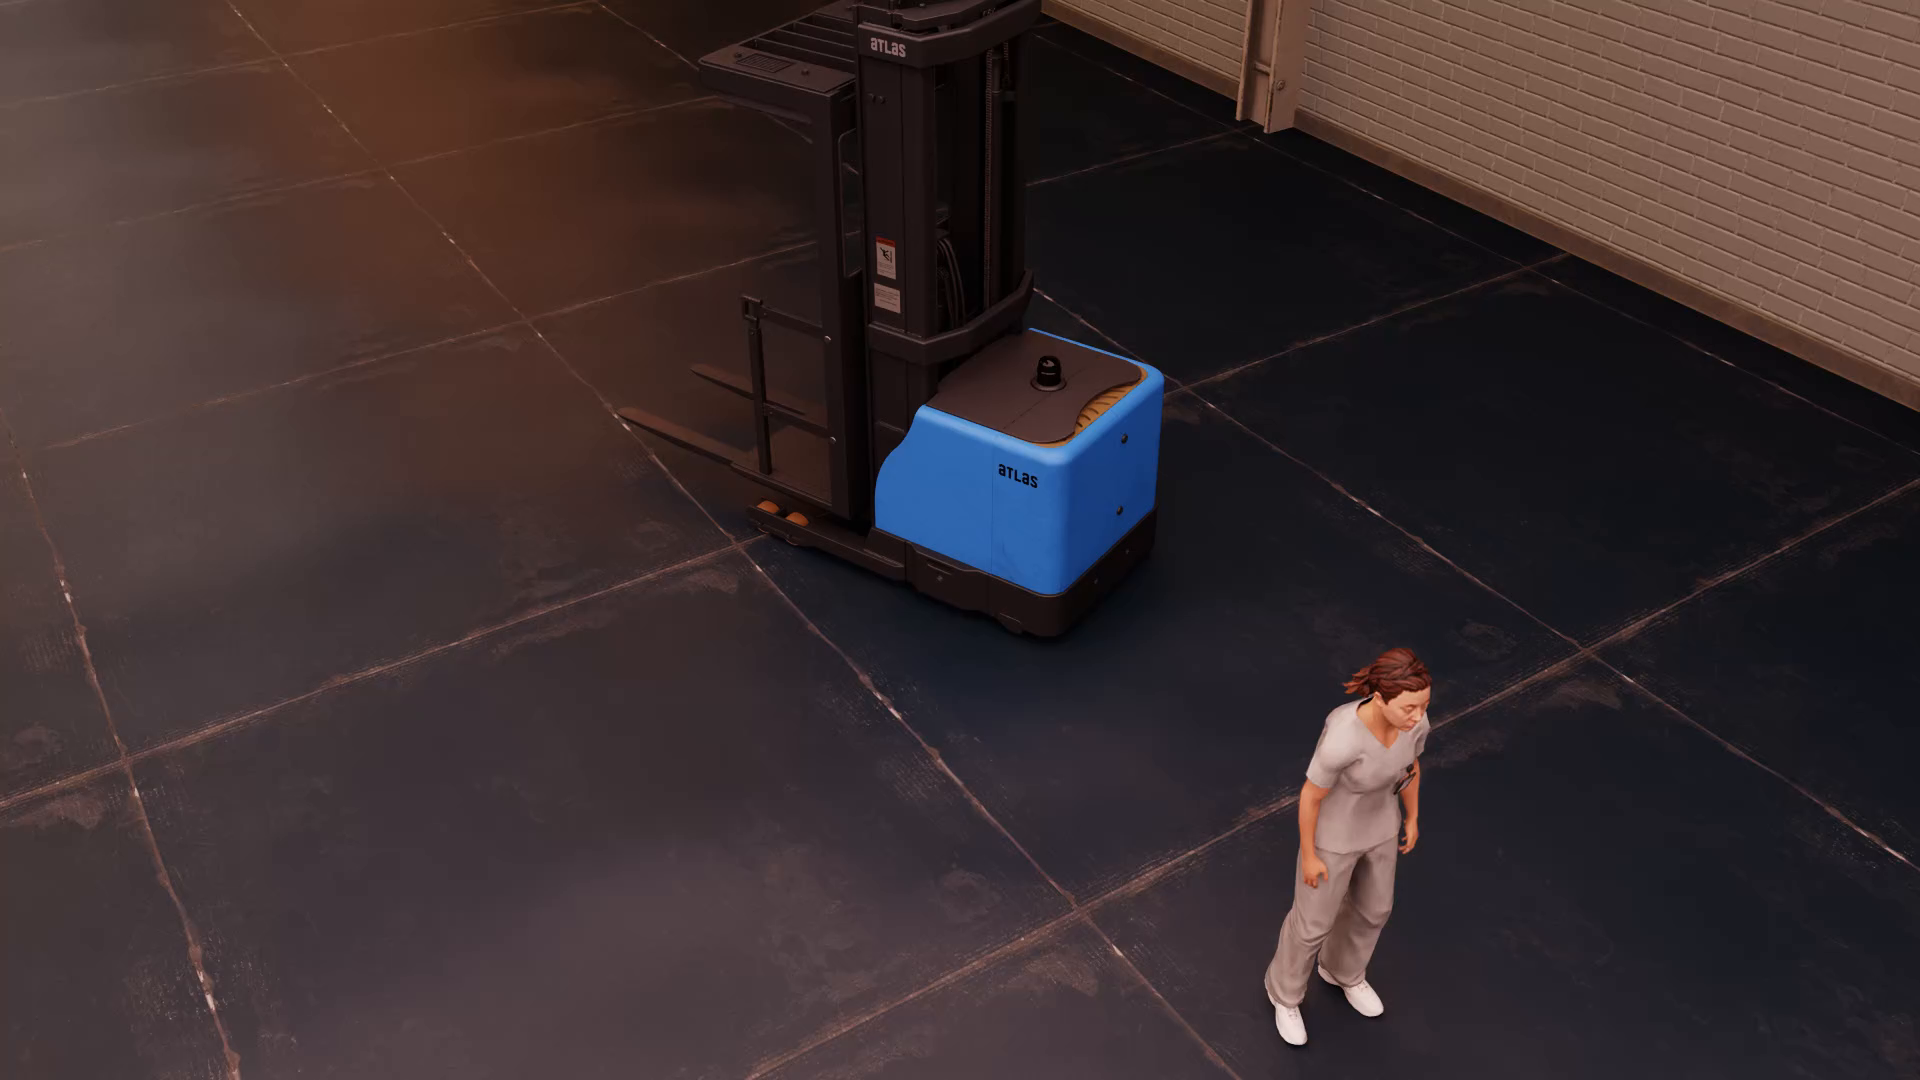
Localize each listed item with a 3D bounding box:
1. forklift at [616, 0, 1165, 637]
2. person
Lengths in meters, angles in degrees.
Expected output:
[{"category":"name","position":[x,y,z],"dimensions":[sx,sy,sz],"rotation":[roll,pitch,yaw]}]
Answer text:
[{"category":"forklift","position":[-0.500,-1.399,8.138],"dimensions":[3.031,2.935,1.130],"rotation":[22,41,28]},{"category":"person","position":[1.365,1.035,5.775],"dimensions":[0.496,1.667,0.352],"rotation":[-14,37,-19]}]
